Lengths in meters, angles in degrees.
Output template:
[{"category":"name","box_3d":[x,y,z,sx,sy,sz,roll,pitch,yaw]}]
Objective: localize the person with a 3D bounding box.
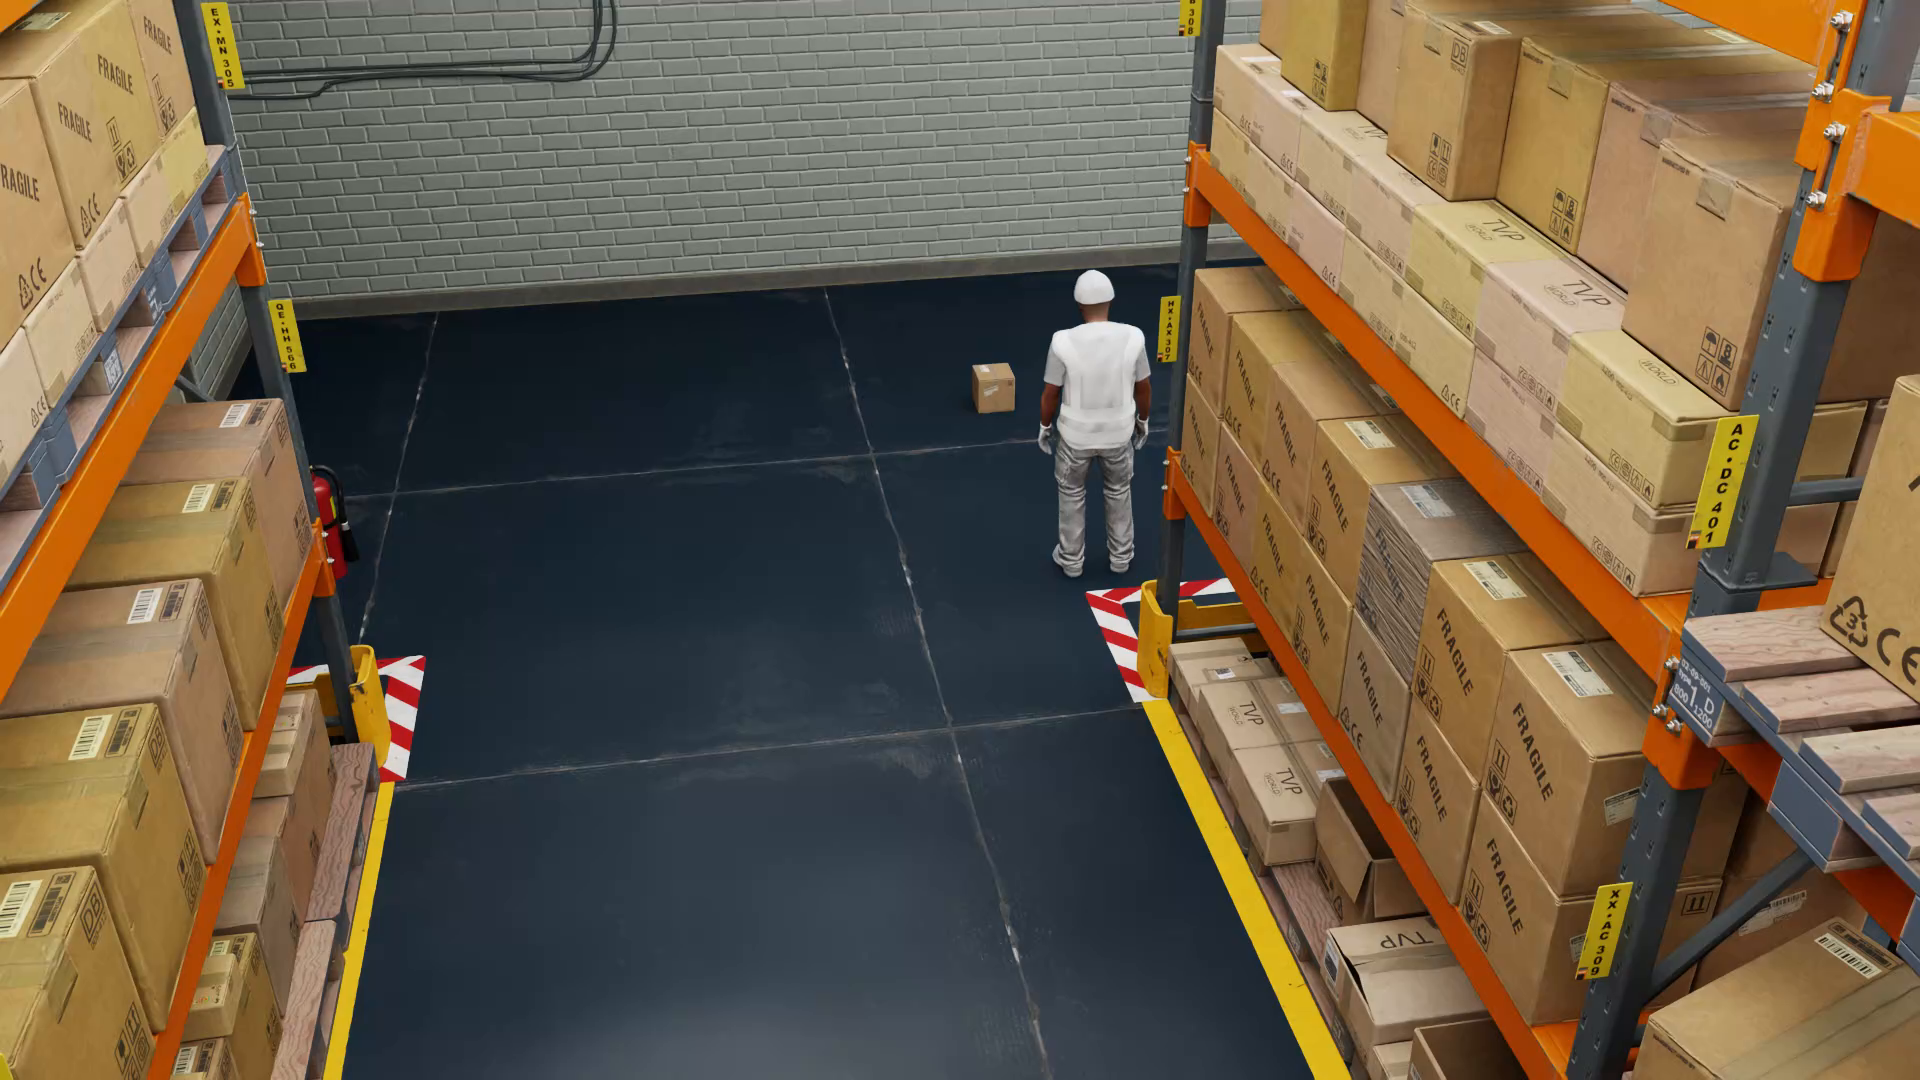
[{"category":"person","box_3d":[0.743,-0.621,9.185,0.620,1.774,0.453,-3,31,-5]}]
